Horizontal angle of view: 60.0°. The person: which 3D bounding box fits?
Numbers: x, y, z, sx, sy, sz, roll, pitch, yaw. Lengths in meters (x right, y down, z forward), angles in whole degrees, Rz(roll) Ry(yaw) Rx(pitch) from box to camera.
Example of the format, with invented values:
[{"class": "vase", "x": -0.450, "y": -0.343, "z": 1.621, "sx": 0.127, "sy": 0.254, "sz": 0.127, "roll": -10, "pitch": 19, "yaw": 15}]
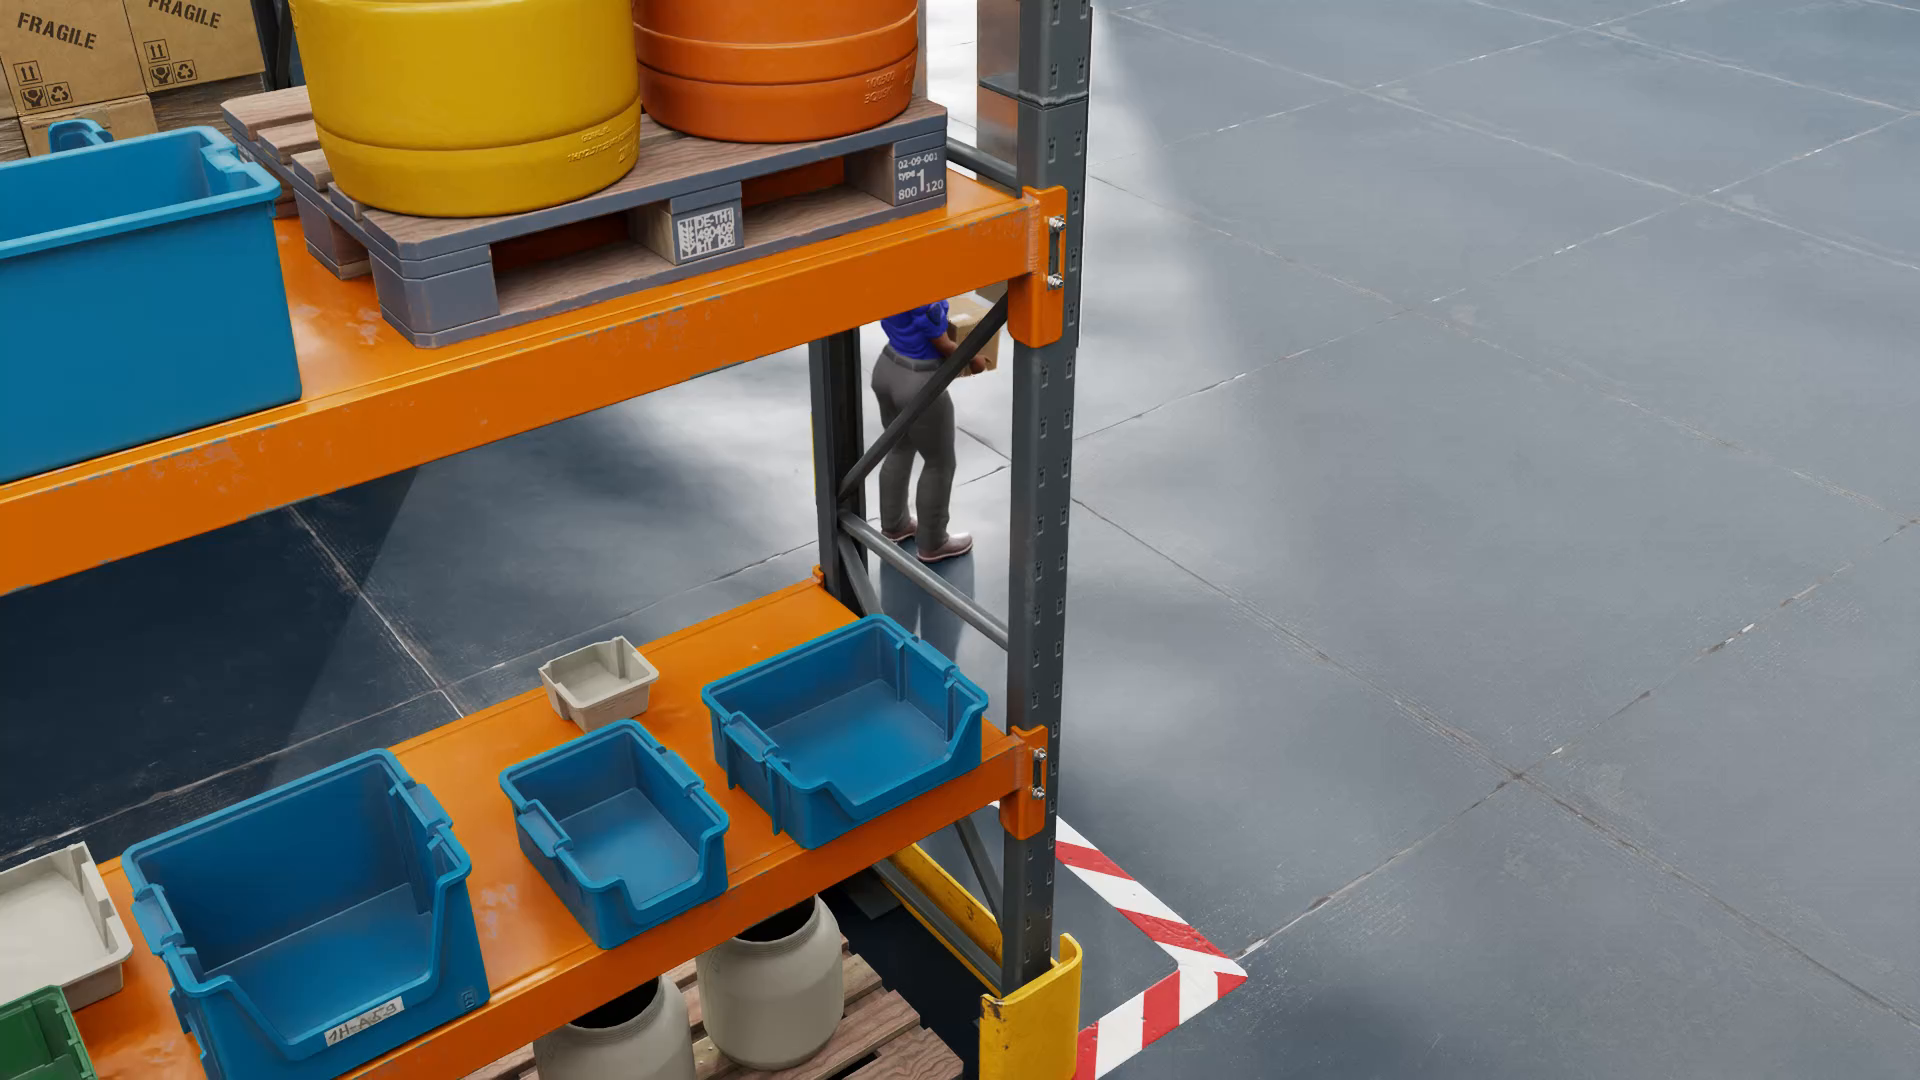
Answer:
[{"class": "person", "x": -0.147, "y": -0.696, "z": 7.241, "sx": 0.510, "sy": 1.653, "sz": 0.455, "roll": -23, "pitch": 39, "yaw": -31}]
